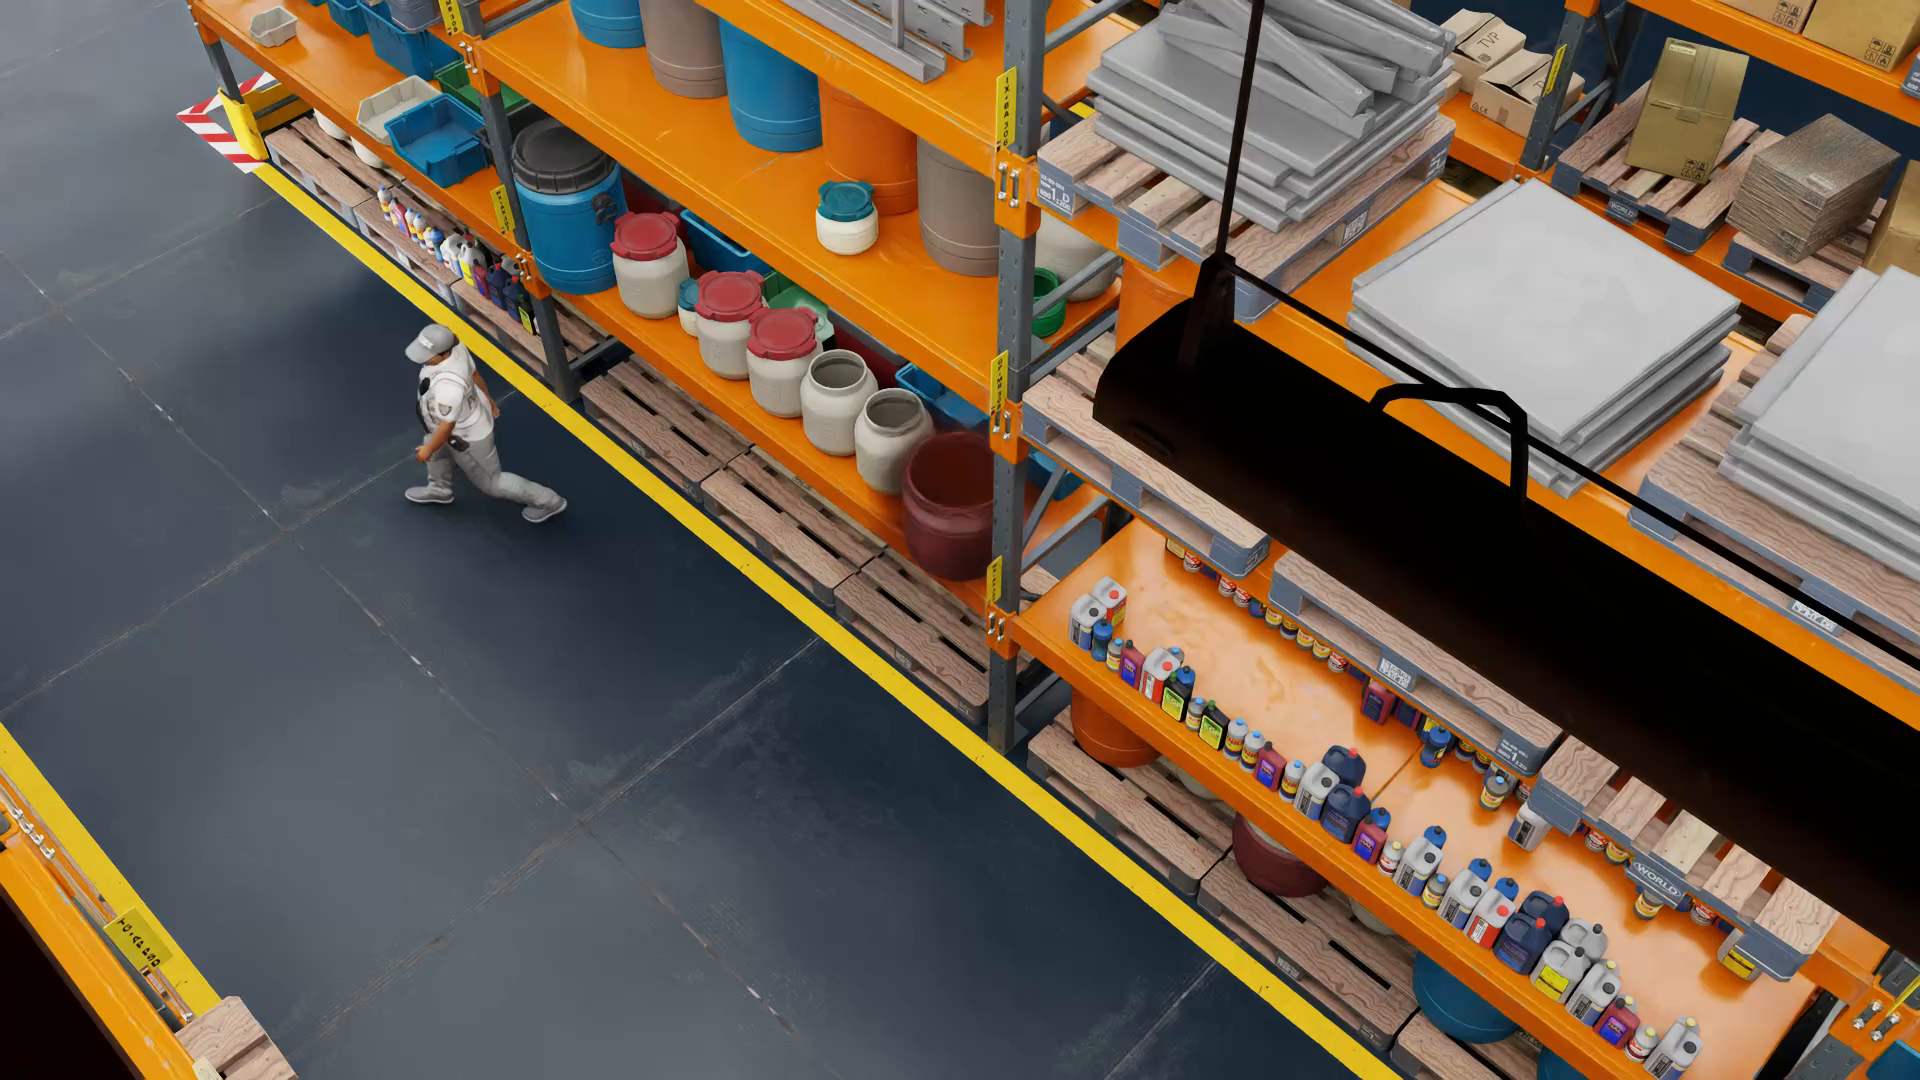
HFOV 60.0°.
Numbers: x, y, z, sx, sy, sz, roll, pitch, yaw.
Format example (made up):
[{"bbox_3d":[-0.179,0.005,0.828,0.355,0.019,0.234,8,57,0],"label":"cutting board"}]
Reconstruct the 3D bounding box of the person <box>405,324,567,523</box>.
[{"bbox_3d":[-2.988,-0.698,9.941,0.993,1.607,0.543,-12,51,-10],"label":"person"}]
